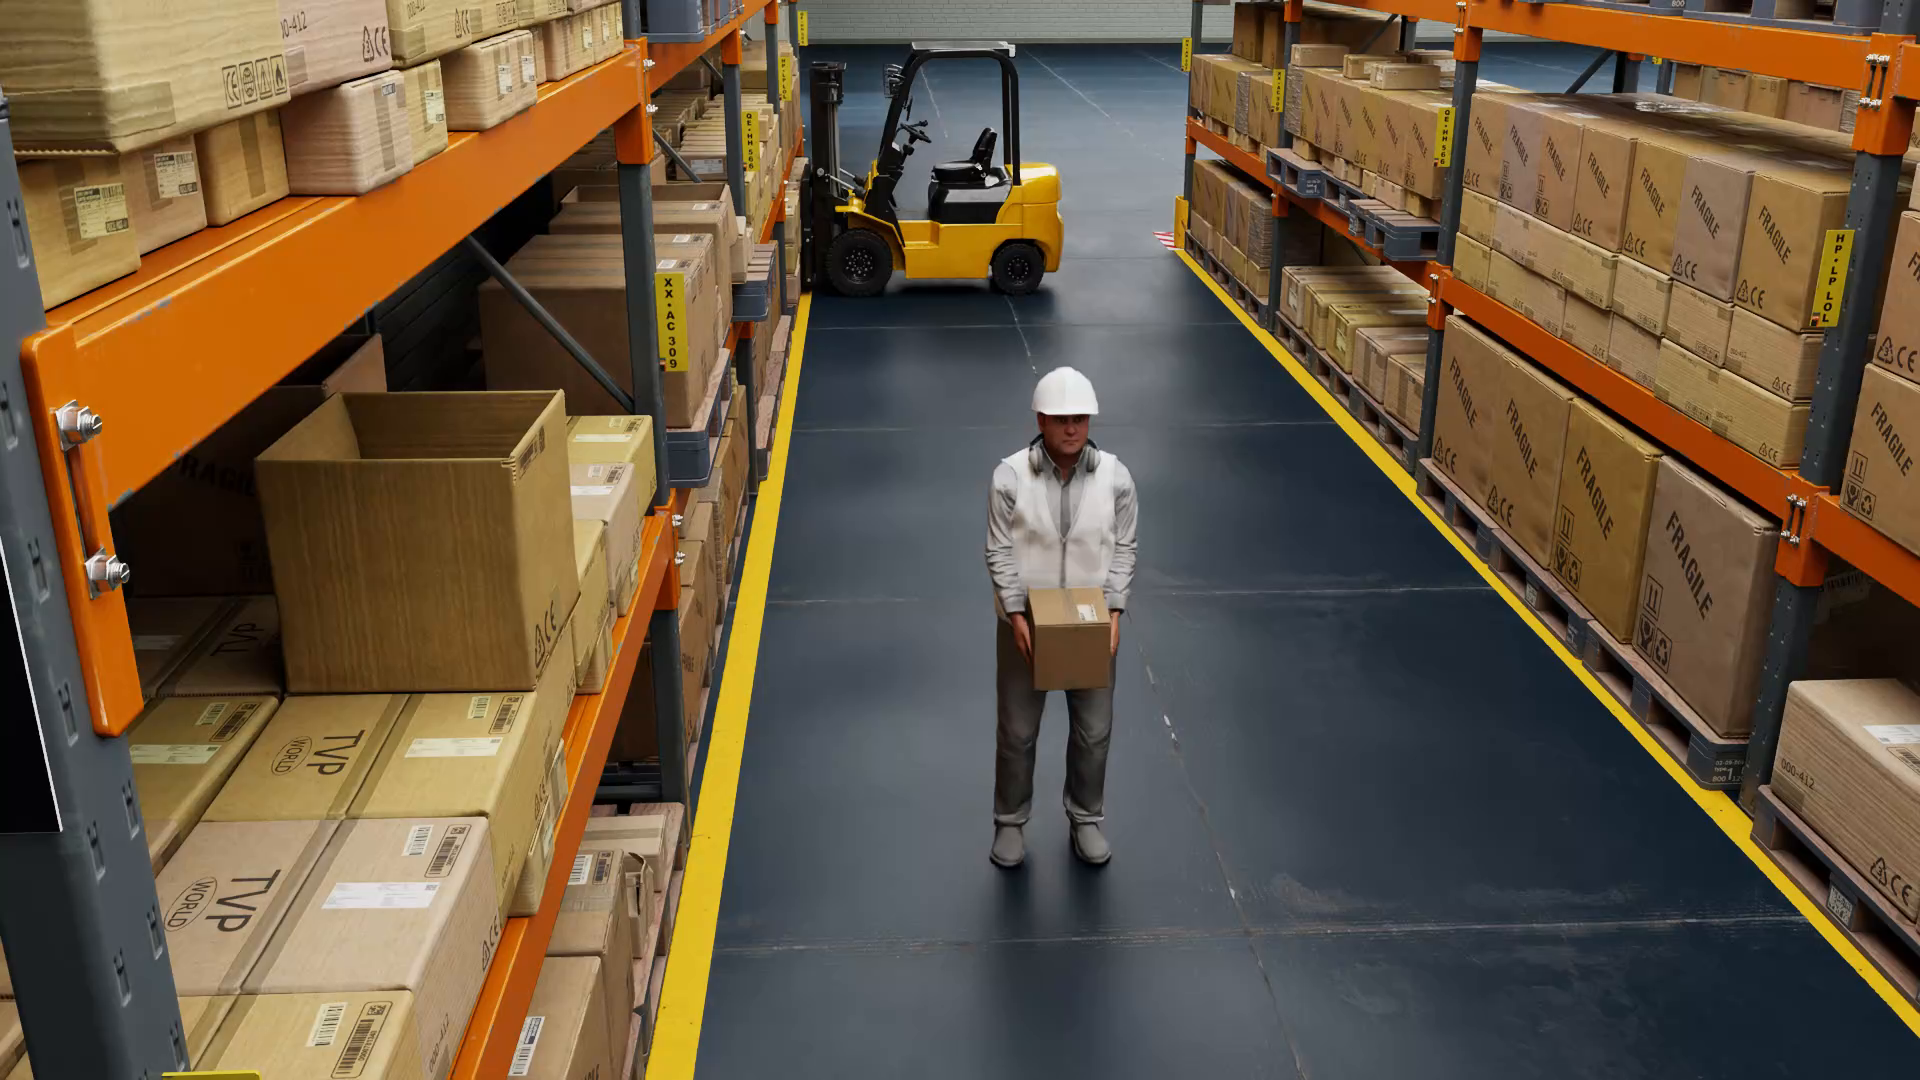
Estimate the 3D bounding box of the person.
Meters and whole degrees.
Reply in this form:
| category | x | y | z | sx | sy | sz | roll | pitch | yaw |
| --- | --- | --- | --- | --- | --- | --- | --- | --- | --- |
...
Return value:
| category | x | y | z | sx | sy | sz | roll | pitch | yaw |
| --- | --- | --- | --- | --- | --- | --- | --- | --- | --- |
| person | 0.350 | 0.295 | 5.730 | 0.532 | 1.779 | 0.522 | -1 | 20 | -4 |
